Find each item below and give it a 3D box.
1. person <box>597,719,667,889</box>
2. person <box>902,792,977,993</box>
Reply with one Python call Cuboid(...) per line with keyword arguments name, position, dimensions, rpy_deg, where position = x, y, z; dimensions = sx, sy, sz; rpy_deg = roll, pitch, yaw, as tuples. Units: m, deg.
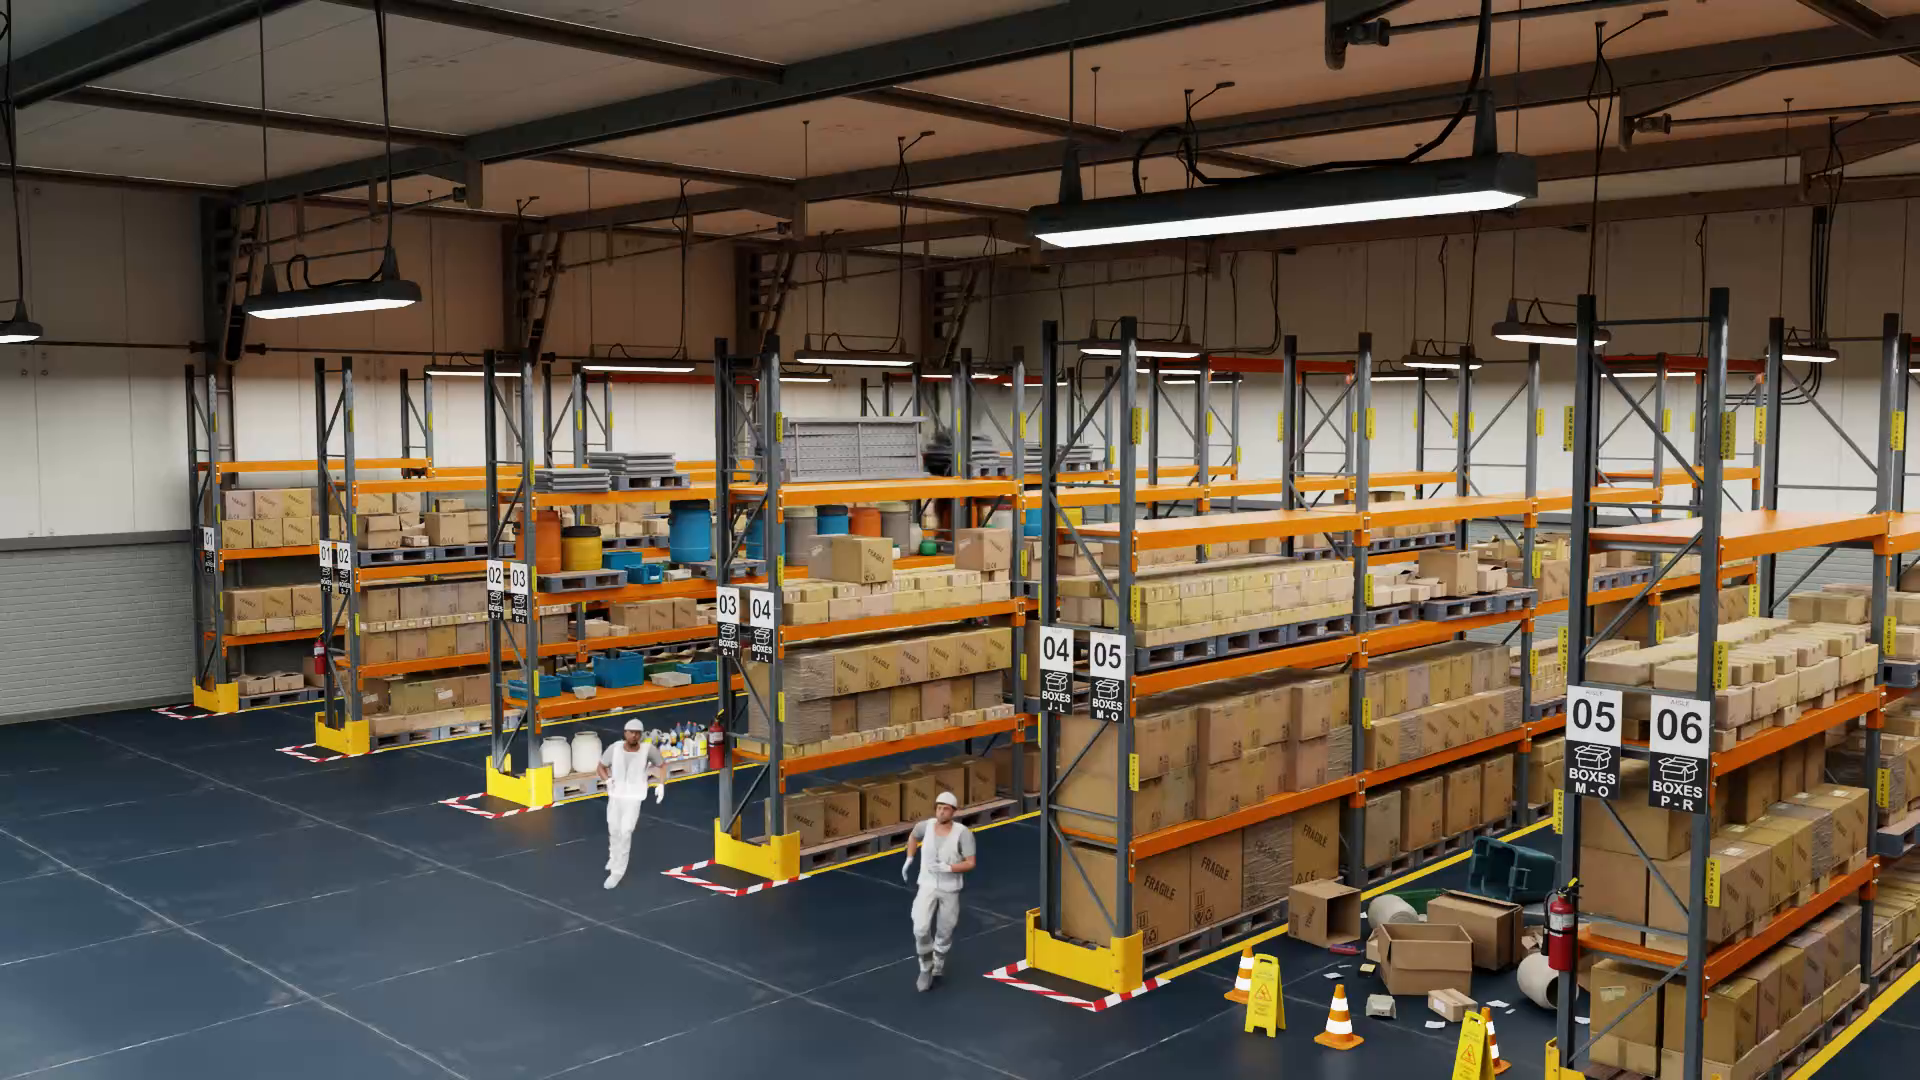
Cuboid(name="person", position=(-3.646, 2.859, 18.358), dimensions=(0.746, 1.792, 0.866), rpy_deg=(0, 4, 5))
Cuboid(name="person", position=(-0.187, 3.140, 14.932), dimensions=(0.686, 1.783, 0.692), rpy_deg=(0, 4, 6))
